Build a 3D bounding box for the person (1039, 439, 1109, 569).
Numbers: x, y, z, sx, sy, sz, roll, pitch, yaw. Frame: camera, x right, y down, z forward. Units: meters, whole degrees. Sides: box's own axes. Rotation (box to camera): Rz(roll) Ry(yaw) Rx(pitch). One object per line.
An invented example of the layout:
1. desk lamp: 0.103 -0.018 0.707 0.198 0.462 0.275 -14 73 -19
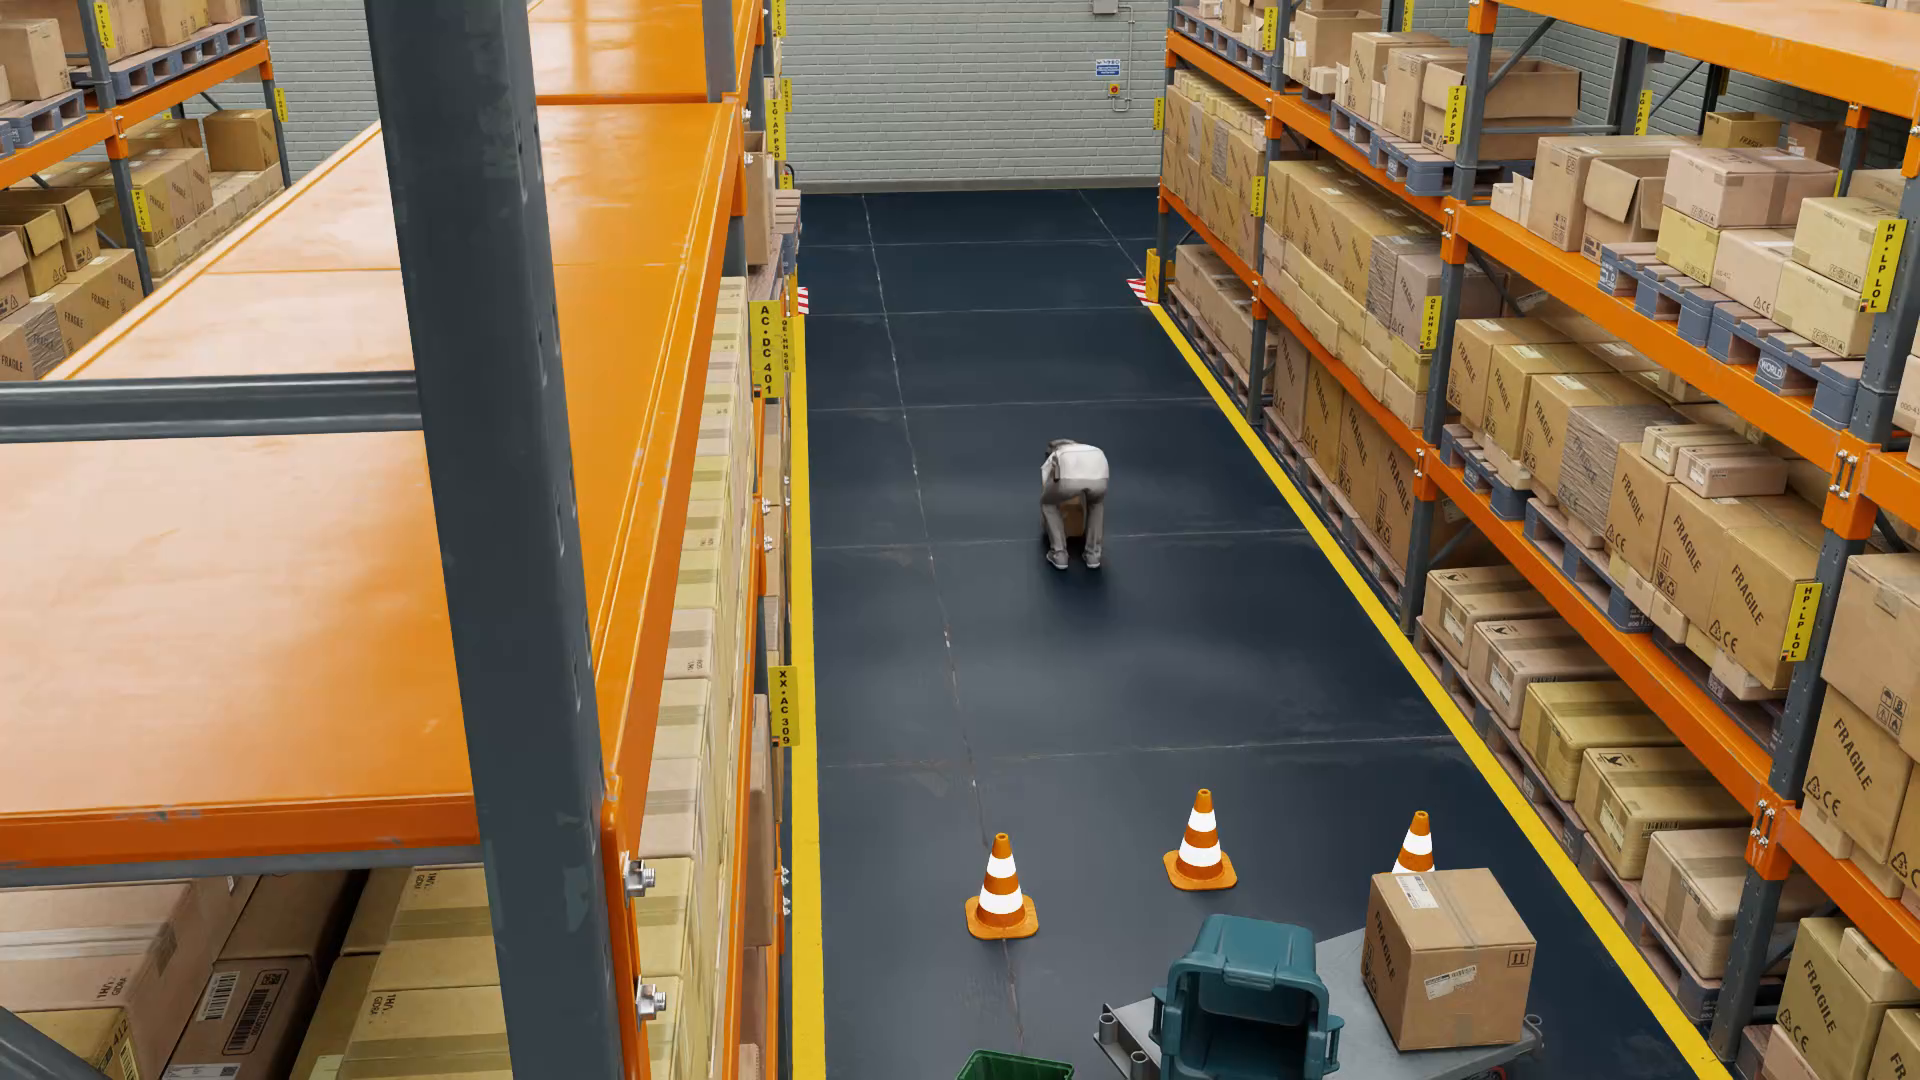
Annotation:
1. person: 0.789 -0.308 11.755 0.460 0.889 0.879 -3 24 -8
